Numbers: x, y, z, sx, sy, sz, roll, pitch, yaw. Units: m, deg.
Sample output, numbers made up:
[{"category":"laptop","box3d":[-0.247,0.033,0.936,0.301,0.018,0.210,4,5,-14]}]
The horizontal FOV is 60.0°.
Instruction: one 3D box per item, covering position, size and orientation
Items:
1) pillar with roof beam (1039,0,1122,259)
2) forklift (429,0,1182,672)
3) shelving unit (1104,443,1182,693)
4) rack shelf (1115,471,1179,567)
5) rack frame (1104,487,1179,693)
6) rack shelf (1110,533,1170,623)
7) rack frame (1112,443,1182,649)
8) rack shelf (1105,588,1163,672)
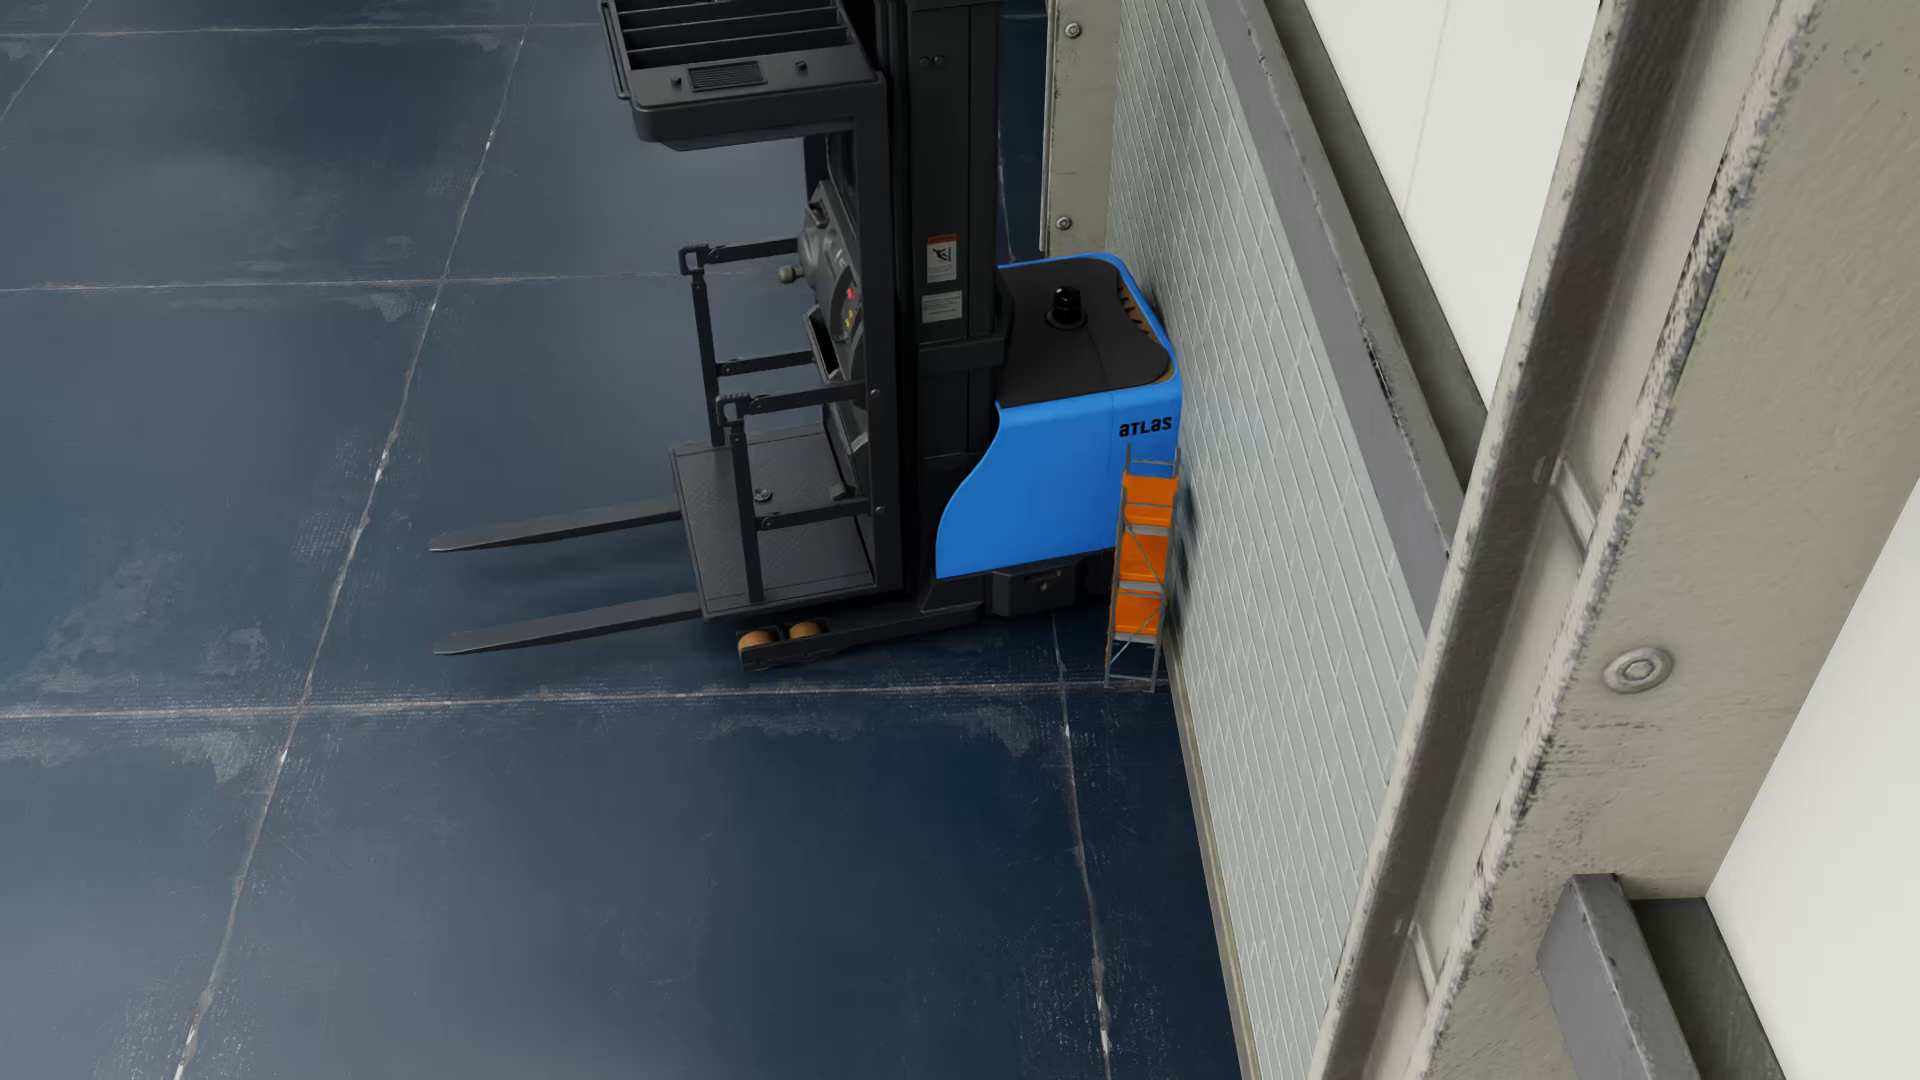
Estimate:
[{"category":"pillar with roof beam","box3d":[-3.709,-4.657,5.671,9.100,9.000,0.400,-2,43,-2]},{"category":"forklift","box3d":[-0.660,-0.952,6.120,3.031,2.935,1.130,-10,43,-11]},{"category":"shelving unit","box3d":[0.690,0.127,6.334,0.215,1.050,0.252,5,43,6]},{"category":"rack shelf","box3d":[0.691,-0.074,6.149,0.215,0.259,0.240,5,43,6]},{"category":"rack frame","box3d":[0.673,0.209,6.245,0.200,1.050,0.008,5,43,6]},{"category":"rack shelf","box3d":[0.690,0.135,6.341,0.215,0.259,0.240,5,43,6]},{"category":"rack frame","box3d":[0.706,0.045,6.423,0.200,1.050,0.008,5,43,6]},{"category":"rack shelf","box3d":[0.688,0.340,6.529,0.215,0.259,0.240,5,43,6]}]
